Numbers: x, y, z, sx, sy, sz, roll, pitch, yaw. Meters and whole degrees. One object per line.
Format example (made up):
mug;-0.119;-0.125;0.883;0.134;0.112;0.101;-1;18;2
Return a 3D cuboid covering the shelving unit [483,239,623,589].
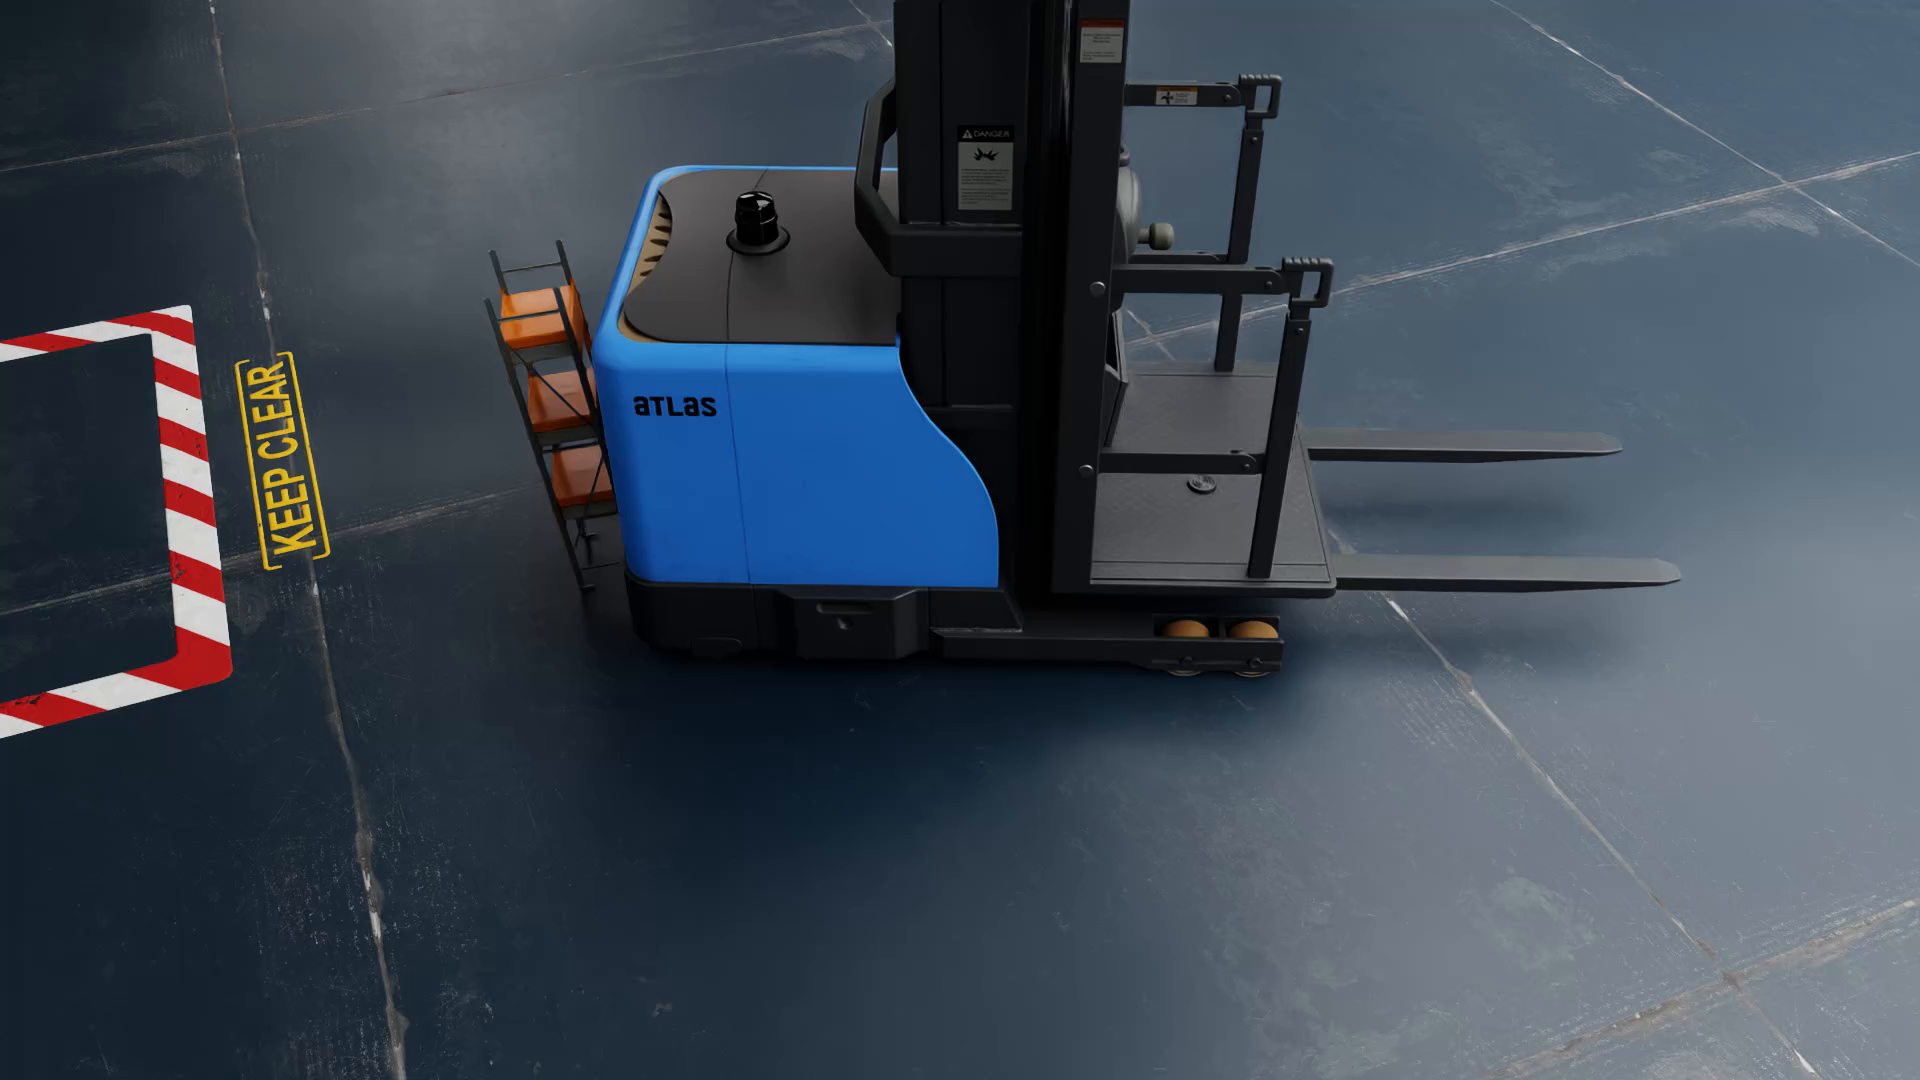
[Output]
shelving unit;-1.129;-0.339;4.826;0.215;1.050;0.252;-10;41;-3

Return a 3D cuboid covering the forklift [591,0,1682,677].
forklift;0.570;-1.069;4.245;3.031;2.935;1.130;1;41;1

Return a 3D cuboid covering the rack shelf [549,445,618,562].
rack shelf;-1.102;-0.124;5.016;0.215;0.259;0.240;-10;41;-3

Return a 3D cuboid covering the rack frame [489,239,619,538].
rack frame;-1.148;-0.418;4.917;0.200;1.050;0.008;-10;41;-3

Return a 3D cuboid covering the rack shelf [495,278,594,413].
rack shelf;-1.153;-0.543;4.645;0.215;0.259;0.240;-10;41;-3

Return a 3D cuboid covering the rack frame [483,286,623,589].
rack frame;-1.110;-0.261;4.734;0.200;1.050;0.008;-10;41;-3

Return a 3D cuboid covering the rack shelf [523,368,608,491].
rack shelf;-1.128;-0.331;4.833;0.215;0.259;0.240;-10;41;-3
